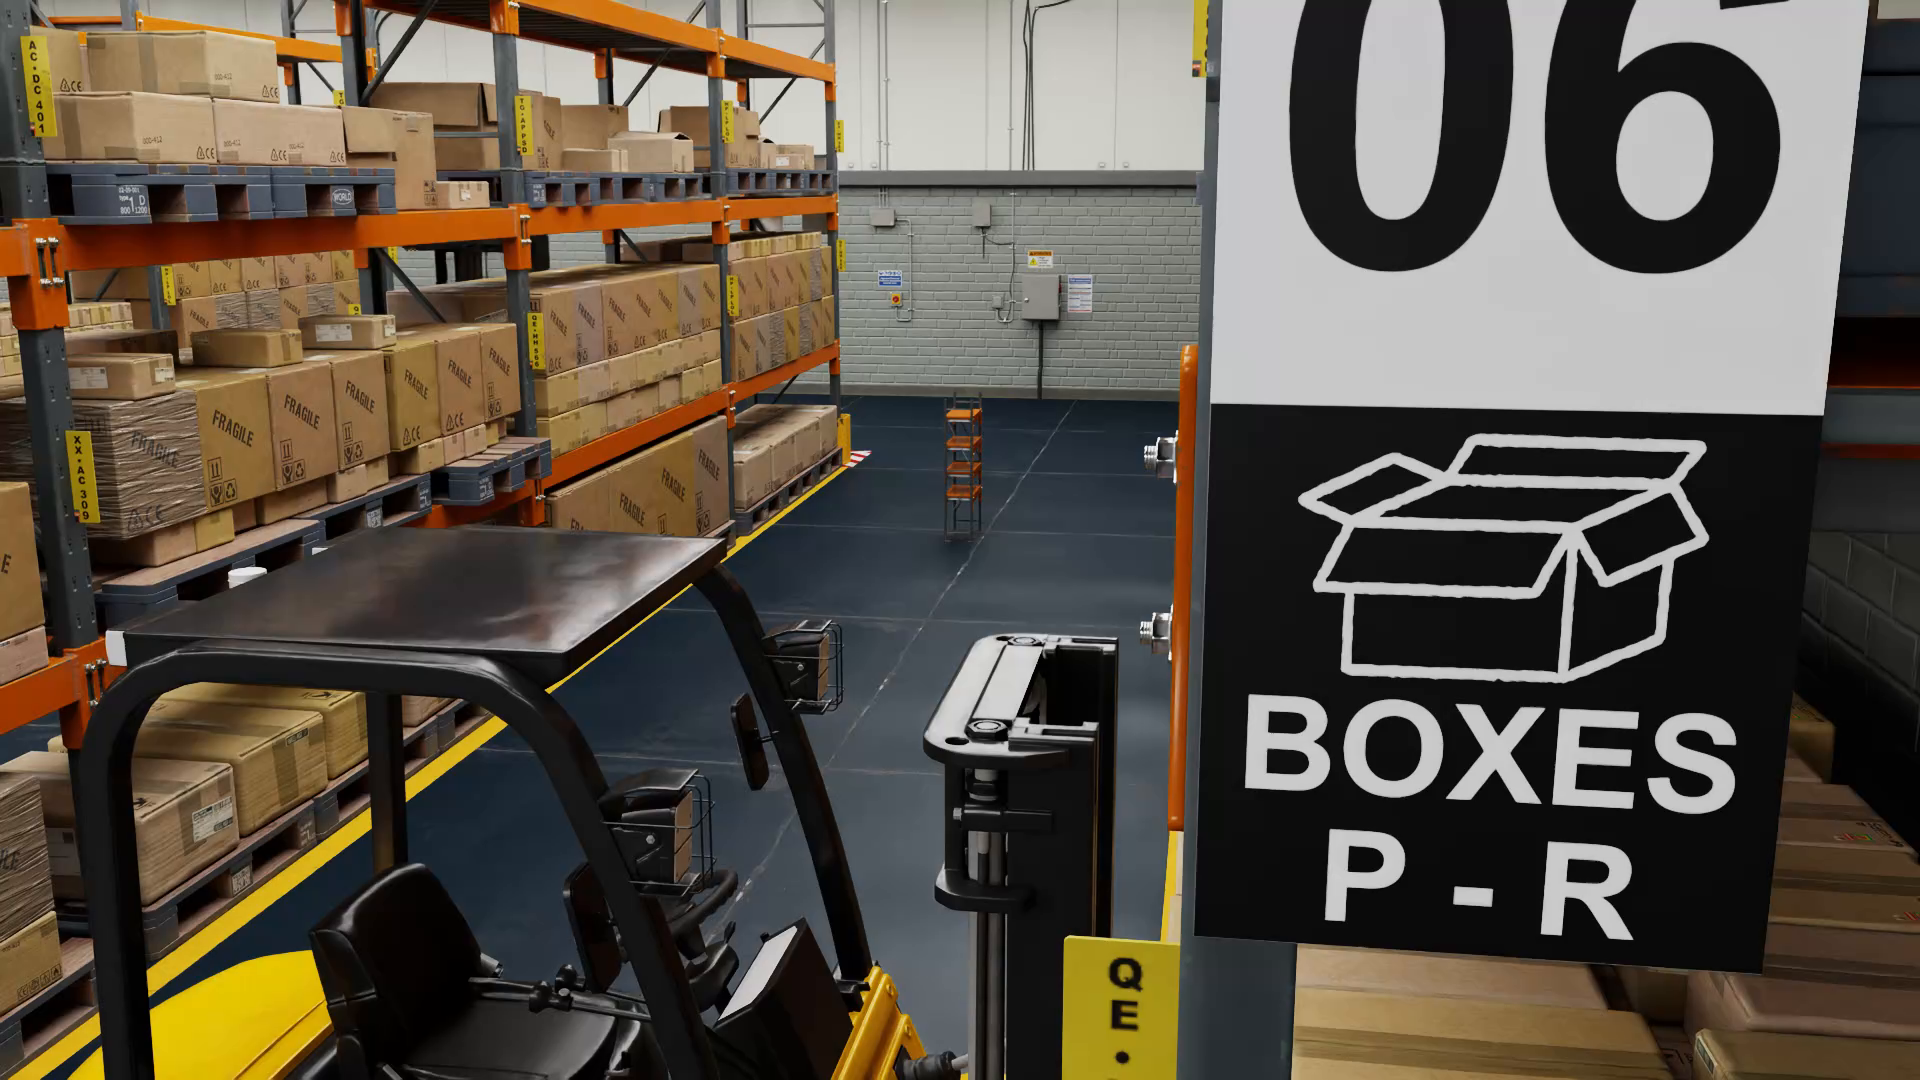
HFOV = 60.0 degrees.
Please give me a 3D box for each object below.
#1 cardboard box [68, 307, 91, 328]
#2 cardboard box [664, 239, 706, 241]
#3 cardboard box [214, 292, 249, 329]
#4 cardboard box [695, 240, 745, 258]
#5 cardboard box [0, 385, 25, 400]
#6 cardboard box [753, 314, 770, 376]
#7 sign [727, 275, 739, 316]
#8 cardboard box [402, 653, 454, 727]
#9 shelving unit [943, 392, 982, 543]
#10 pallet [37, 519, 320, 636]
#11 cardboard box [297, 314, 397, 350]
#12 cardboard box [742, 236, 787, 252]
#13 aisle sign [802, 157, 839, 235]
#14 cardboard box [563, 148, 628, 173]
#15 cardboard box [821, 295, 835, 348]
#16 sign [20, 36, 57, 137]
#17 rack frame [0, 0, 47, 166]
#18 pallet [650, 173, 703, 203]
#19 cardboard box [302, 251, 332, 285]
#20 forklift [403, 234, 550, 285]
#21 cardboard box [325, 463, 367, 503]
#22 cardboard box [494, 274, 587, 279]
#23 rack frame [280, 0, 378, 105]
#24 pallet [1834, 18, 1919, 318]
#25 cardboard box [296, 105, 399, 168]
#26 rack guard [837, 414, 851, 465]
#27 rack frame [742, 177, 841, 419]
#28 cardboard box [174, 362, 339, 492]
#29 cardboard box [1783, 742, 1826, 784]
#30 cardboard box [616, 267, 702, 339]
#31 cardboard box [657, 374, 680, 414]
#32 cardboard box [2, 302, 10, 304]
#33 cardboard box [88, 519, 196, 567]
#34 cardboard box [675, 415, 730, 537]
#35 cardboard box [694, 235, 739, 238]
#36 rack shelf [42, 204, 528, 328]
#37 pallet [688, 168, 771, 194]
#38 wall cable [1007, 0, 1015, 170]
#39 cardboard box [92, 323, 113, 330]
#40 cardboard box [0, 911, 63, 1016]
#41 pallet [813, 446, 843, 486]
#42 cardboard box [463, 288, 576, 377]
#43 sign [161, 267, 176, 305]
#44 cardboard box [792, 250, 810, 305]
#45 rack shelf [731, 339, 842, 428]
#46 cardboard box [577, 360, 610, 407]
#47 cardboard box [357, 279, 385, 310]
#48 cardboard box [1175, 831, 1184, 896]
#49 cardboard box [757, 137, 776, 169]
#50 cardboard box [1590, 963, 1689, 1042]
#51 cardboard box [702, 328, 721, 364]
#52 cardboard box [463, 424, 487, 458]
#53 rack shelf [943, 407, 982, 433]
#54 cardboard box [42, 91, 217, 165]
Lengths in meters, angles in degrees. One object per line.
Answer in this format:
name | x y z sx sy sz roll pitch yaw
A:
cardboard box | -7.251 -1.792 13.377 0.380 0.149 0.250 1 12 7
cardboard box | -2.443 -2.565 14.623 0.380 0.149 0.250 2 12 8
cardboard box | -6.906 -2.011 15.262 0.500 0.500 0.500 2 12 9
cardboard box | -2.067 -2.500 14.322 0.380 0.149 0.250 2 12 8
cardboard box | -3.779 -0.317 6.405 0.500 0.500 0.500 2 12 8
cardboard box | -1.981 -1.722 14.626 0.500 0.500 0.500 2 12 9
sign | -1.856 -1.991 13.552 0.100 0.325 0.005 2 12 9
cardboard box | -3.211 0.704 8.848 0.950 0.372 0.625 2 12 8
shelving unit | 0.025 -0.621 14.027 0.258 1.200 0.503 2 12 9
pallet | -3.362 0.125 6.747 1.003 0.211 1.213 2 12 9
cardboard box | -2.981 -1.014 8.097 0.380 0.149 0.250 1 12 6
cardboard box | -1.836 -2.764 15.549 0.380 0.149 0.250 2 12 10
aisle sign | -1.461 -3.588 17.350 0.394 0.787 0.004 2 12 9
cardboard box | -2.536 -2.638 11.553 0.380 0.166 0.250 3 13 13
cardboard box | -1.591 -2.252 17.085 0.500 0.500 0.500 2 12 9
sign | -3.086 -1.517 5.565 0.100 0.325 0.005 2 12 9
rack frame | -3.624 -2.747 5.378 1.000 3.000 0.127 2 12 9
pallet | -2.485 -2.660 12.549 0.805 0.209 1.217 1 12 6
cardboard box | -6.658 -2.817 16.628 0.500 0.500 0.500 3 12 12
forklift | -4.605 -1.916 15.929 1.130 2.935 3.031 3 13 14
cardboard box | -2.998 -0.272 7.733 0.380 0.149 0.250 2 12 11
cardboard box | -2.949 -1.616 11.760 0.500 0.500 0.500 2 12 8
rack frame | -6.685 -5.384 17.616 1.000 3.000 0.127 2 12 9
pallet | 0.801 -0.391 1.776 1.003 0.211 1.213 2 12 9
cardboard box | -3.215 -1.845 8.069 0.797 0.503 0.637 2 12 9
rack guard | -1.774 -1.095 17.888 1.175 0.500 0.348 2 12 9
rack frame | -1.778 -2.312 17.601 1.000 3.000 0.127 2 12 9
cardboard box | -3.102 -0.509 7.293 0.500 0.500 0.500 2 12 8
cardboard box | 1.098 0.389 2.586 0.380 0.149 0.250 2 12 10
cardboard box | -2.286 -1.808 12.651 0.500 0.500 0.500 2 12 10
cardboard box | -2.389 -1.094 12.306 0.500 0.250 0.500 2 12 7
cardboard box | -7.815 -1.925 13.992 0.380 0.149 0.250 3 12 12
cardboard box | -3.226 -0.001 6.479 0.380 0.149 0.250 2 12 9
cardboard box | -2.410 -0.514 13.306 0.875 0.875 0.875 2 12 10
cardboard box | -2.320 -2.832 15.865 0.380 0.149 0.250 2 12 9
rack shelf | -3.316 -1.345 7.702 1.077 0.370 4.000 2 12 9
pallet | -2.257 -3.072 14.219 1.003 0.211 1.213 2 12 9
wall cable | -0.439 -6.413 22.390 2.355 3.000 0.029 2 12 9
cardboard box | -7.205 -1.702 13.666 0.380 0.149 0.250 2 12 9
cardboard box | -3.449 1.457 5.644 0.500 0.250 0.500 2 12 11
pallet | -1.824 -0.780 17.111 1.003 0.211 1.213 2 12 9
cardboard box | -2.691 -1.279 10.197 0.500 0.500 0.500 1 12 7
sign | -6.751 -2.167 14.182 0.100 0.325 0.005 2 12 9
cardboard box | -1.748 -2.529 15.997 0.500 0.500 0.500 2 12 8
rack shelf | -2.086 -1.544 15.745 1.077 0.370 4.000 2 12 9
cardboard box | -2.606 -1.023 10.788 0.500 0.250 0.500 2 12 10
cardboard box | -6.500 -2.544 17.733 0.500 0.500 0.500 2 12 10
cardboard box | 0.897 1.087 4.987 0.500 0.250 0.500 2 12 8
cardboard box | -2.058 -3.679 15.801 0.500 0.311 0.500 2 12 10
cardboard box | 0.996 0.645 2.105 0.380 0.149 0.250 2 12 8
cardboard box | -2.221 -1.551 13.238 0.500 0.250 0.500 2 12 9
cardboard box | -2.791 -0.541 8.984 0.380 0.149 0.250 2 12 8
rack shelf | 0.025 -1.005 13.944 0.258 0.148 0.480 2 12 9
cardboard box | -3.138 -1.521 6.170 0.500 0.250 0.500 2 12 7
